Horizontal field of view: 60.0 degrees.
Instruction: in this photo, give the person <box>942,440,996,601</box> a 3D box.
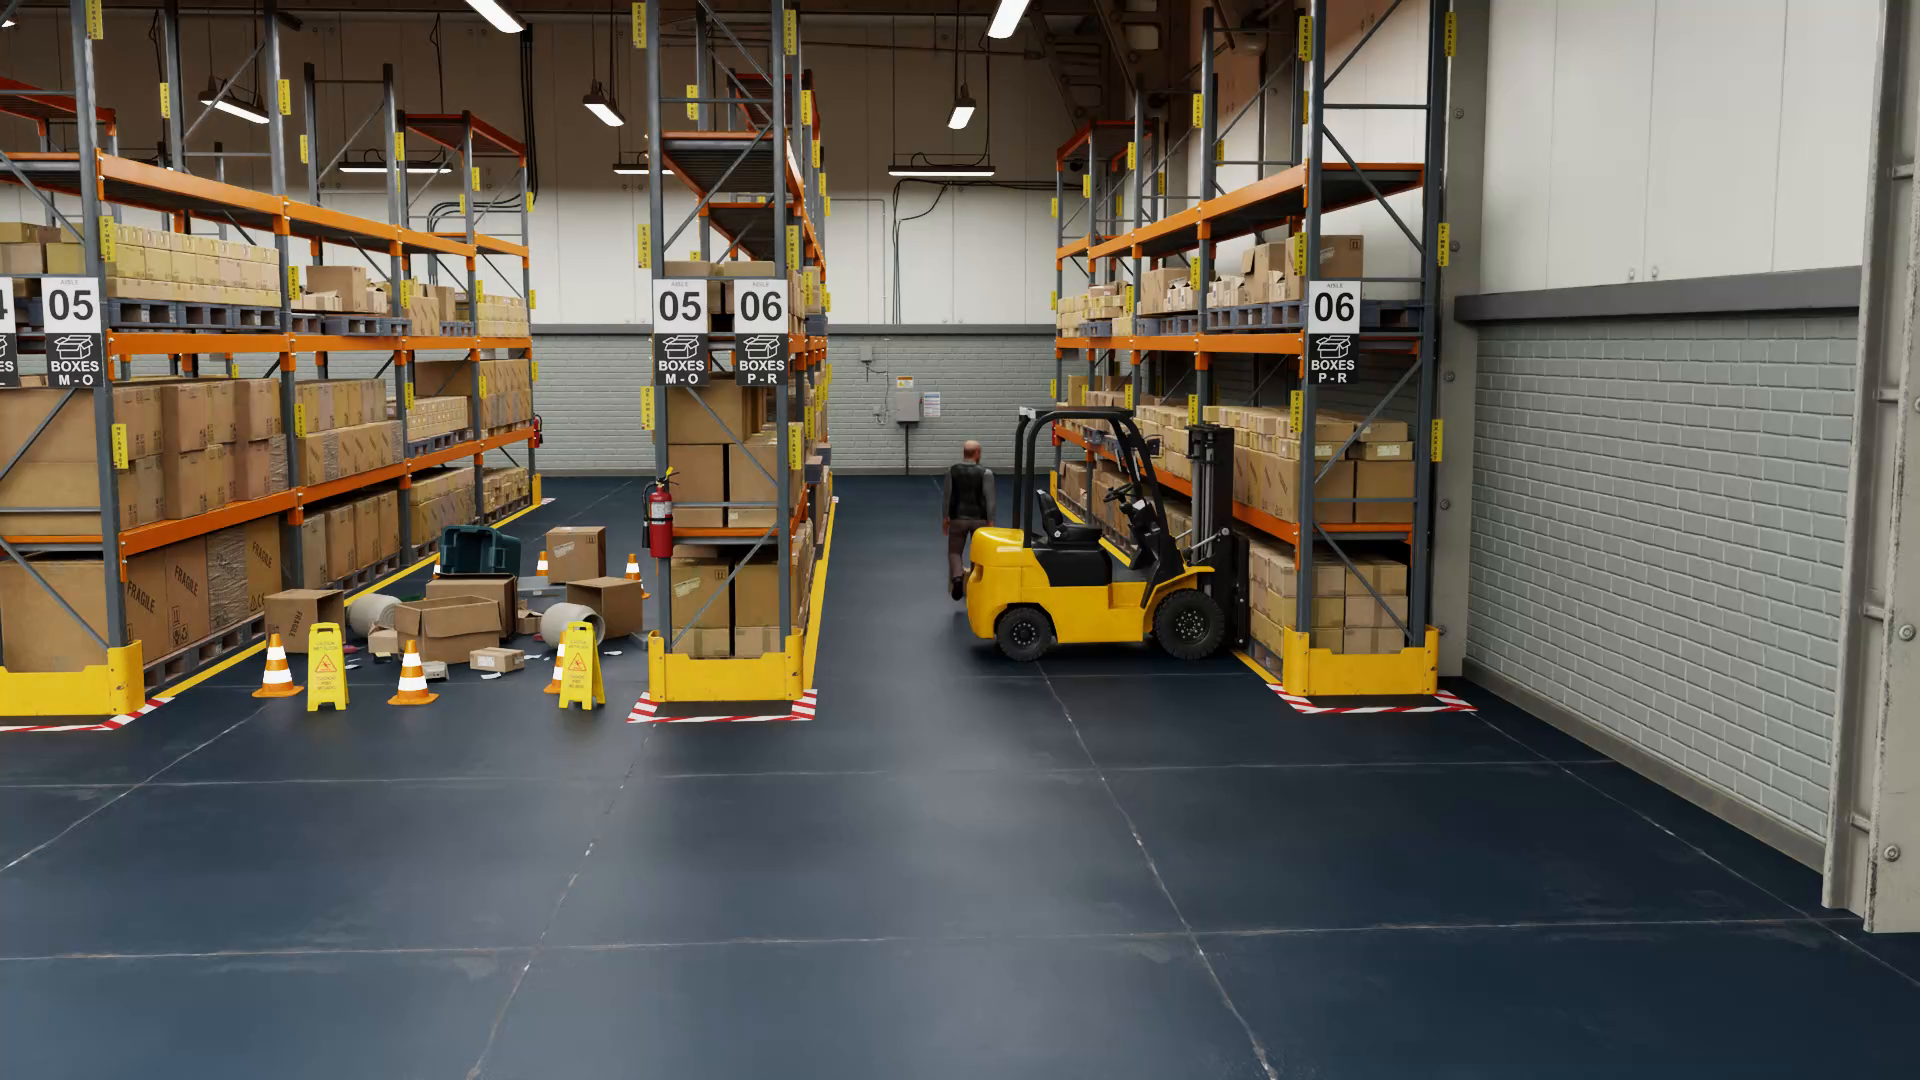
[{"bbox_3d":[0.093,-0.184,17.343,0.568,1.708,0.759,1,7,6],"label":"person"}]
